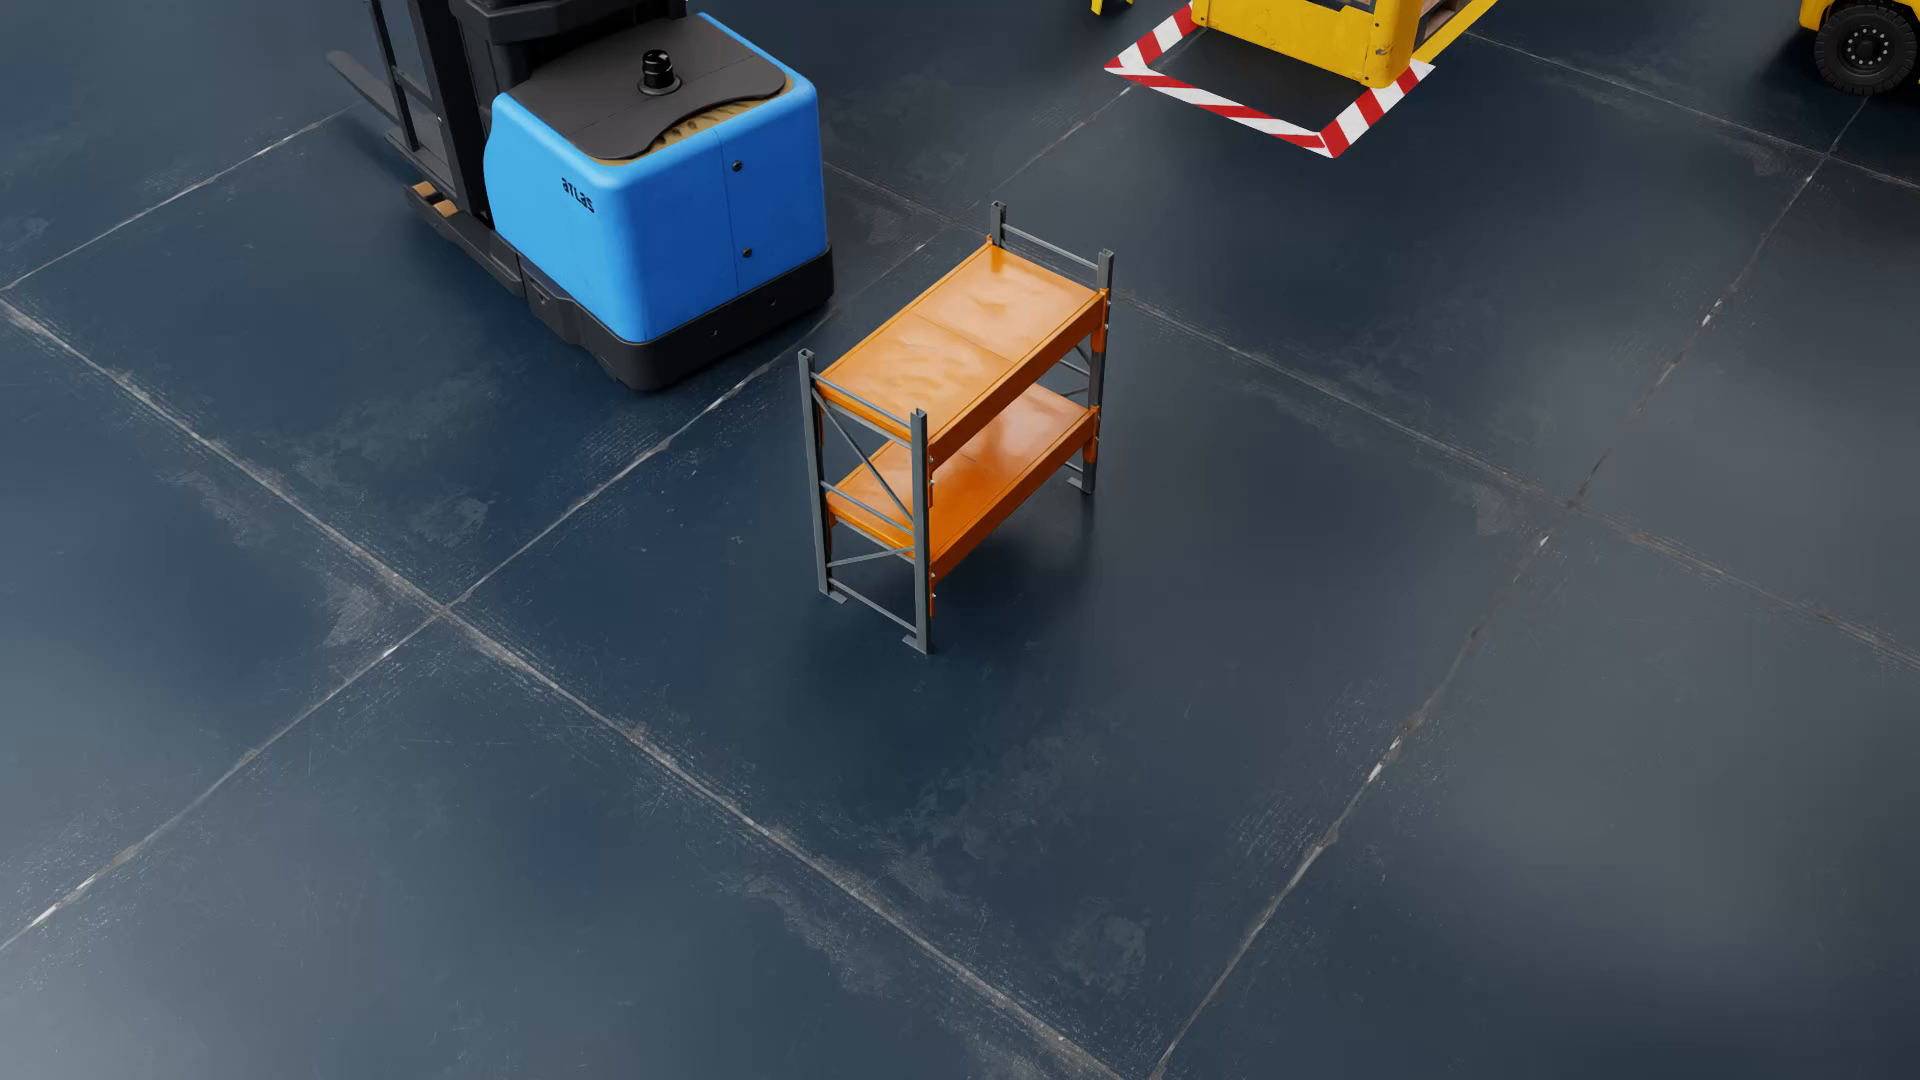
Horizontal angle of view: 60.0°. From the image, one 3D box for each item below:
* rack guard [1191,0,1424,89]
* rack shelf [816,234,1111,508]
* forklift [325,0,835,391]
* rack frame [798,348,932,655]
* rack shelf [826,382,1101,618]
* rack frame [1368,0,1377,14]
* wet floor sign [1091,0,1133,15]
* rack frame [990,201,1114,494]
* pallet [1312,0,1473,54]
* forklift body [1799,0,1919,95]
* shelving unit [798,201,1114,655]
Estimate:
[{"bbox_3d":[1.781,-2.800,8.579,1.175,0.500,0.348,29,53,25],"label":"rack guard"},{"bbox_3d":[0.004,-0.595,5.635,0.538,0.278,1.000,29,53,25],"label":"rack shelf"},{"bbox_3d":[-1.894,-2.606,6.712,1.130,2.935,3.031,-33,54,-27],"label":"forklift"},{"bbox_3d":[-0.307,-0.102,5.569,0.500,1.125,0.032,29,53,25],"label":"rack frame"},{"bbox_3d":[0.004,-0.224,6.024,0.538,0.278,1.000,29,53,25],"label":"rack shelf"},{"bbox_3d":[1.734,-3.619,7.633,1.000,3.000,0.127,29,53,25],"label":"rack frame"},{"bbox_3d":[0.771,-3.171,8.832,0.232,0.644,0.267,-25,51,-22],"label":"wet floor sign"},{"bbox_3d":[0.315,-0.683,6.125,0.500,1.125,0.032,29,53,25],"label":"rack frame"},{"bbox_3d":[2.306,-3.149,9.112,1.003,0.211,1.213,29,53,25],"label":"pallet"},{"bbox_3d":[5.380,-3.026,7.653,2.313,2.155,1.214,29,53,25],"label":"forklift body"},{"bbox_3d":[0.004,-0.392,5.847,0.538,1.125,1.048,29,53,25],"label":"shelving unit"}]
